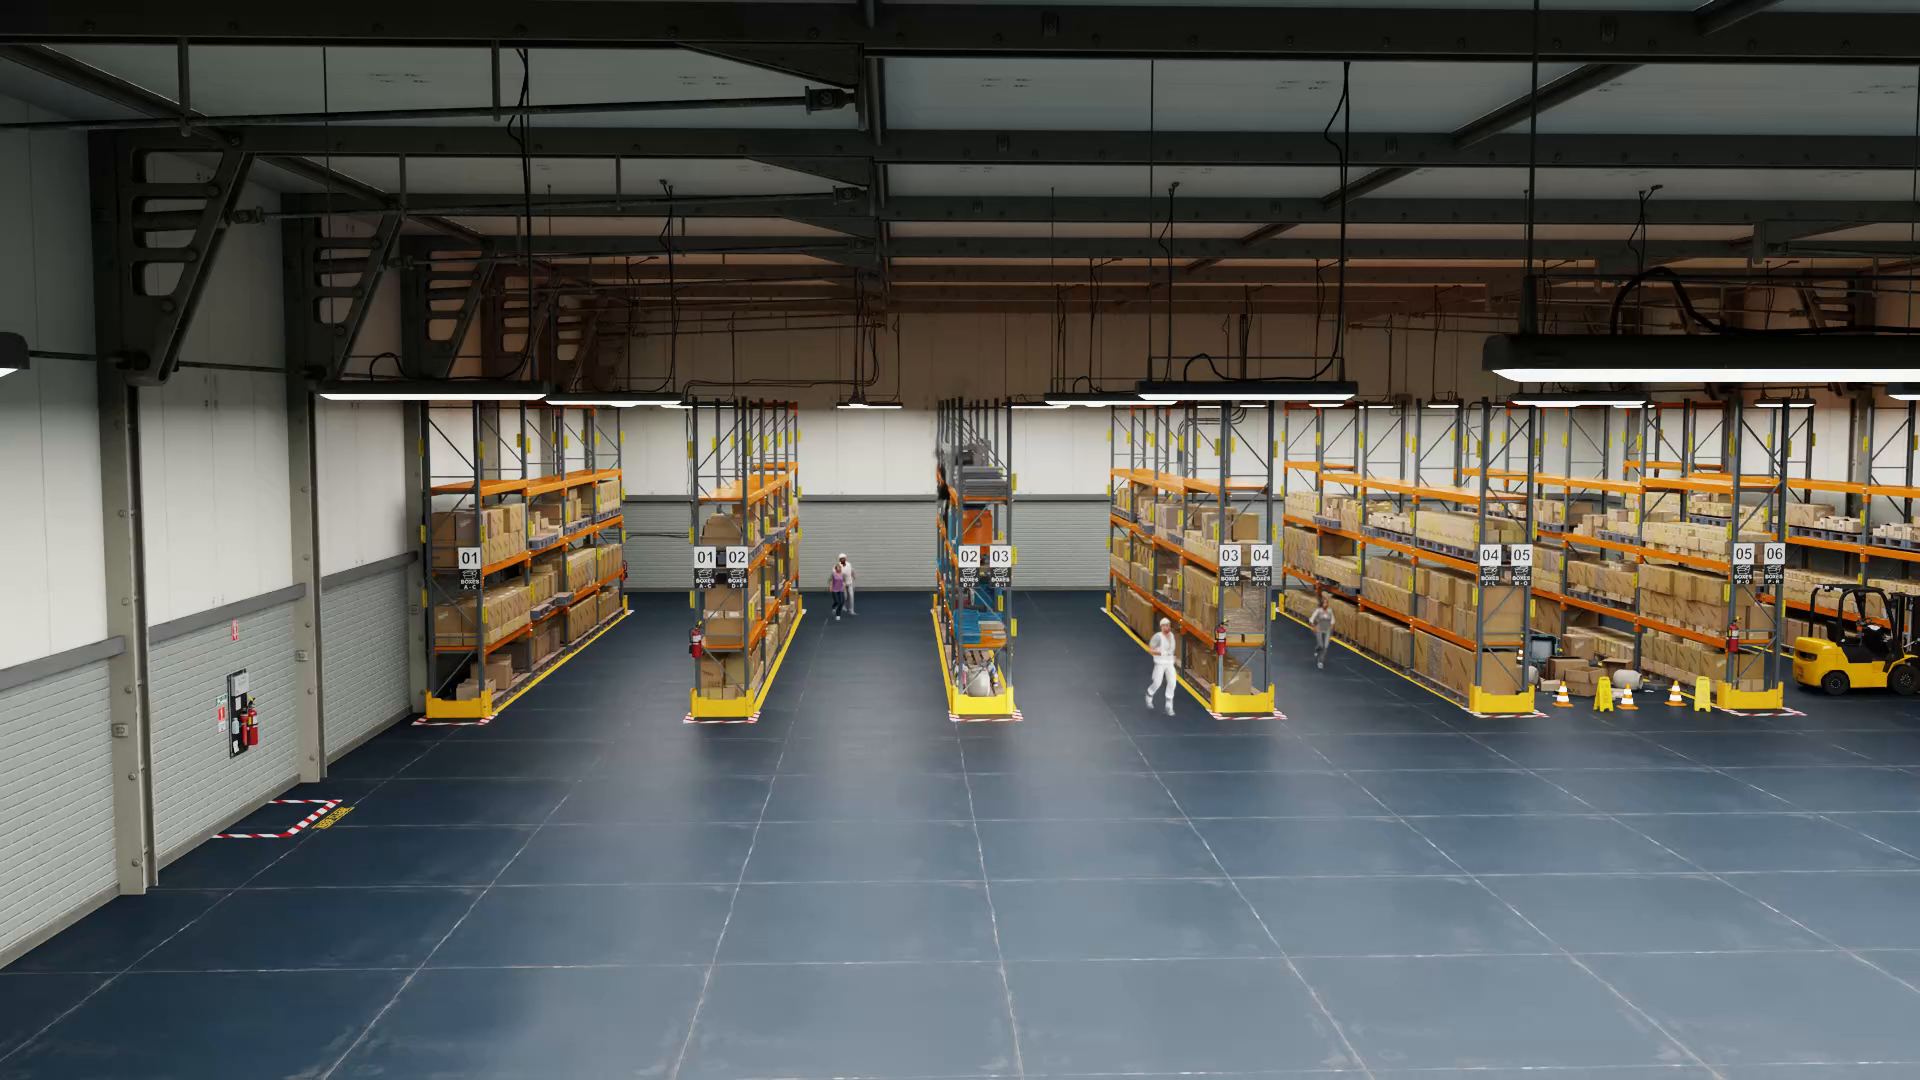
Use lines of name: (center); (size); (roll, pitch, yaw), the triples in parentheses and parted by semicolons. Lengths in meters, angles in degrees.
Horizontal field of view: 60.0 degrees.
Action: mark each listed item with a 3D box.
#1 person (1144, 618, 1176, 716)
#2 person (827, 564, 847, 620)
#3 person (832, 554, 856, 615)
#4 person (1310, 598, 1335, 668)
person: (3.850, 2.396, 31.635); (0.660, 1.842, 0.850); (-2, 5, -28)
person: (-3.341, 1.432, 45.632); (0.523, 1.544, 0.539); (-1, 5, -17)
person: (-3.280, 1.246, 46.931); (0.741, 1.728, 0.848); (-2, 5, -29)
person: (8.138, 2.076, 37.313); (0.553, 1.558, 0.534); (0, 4, -5)
